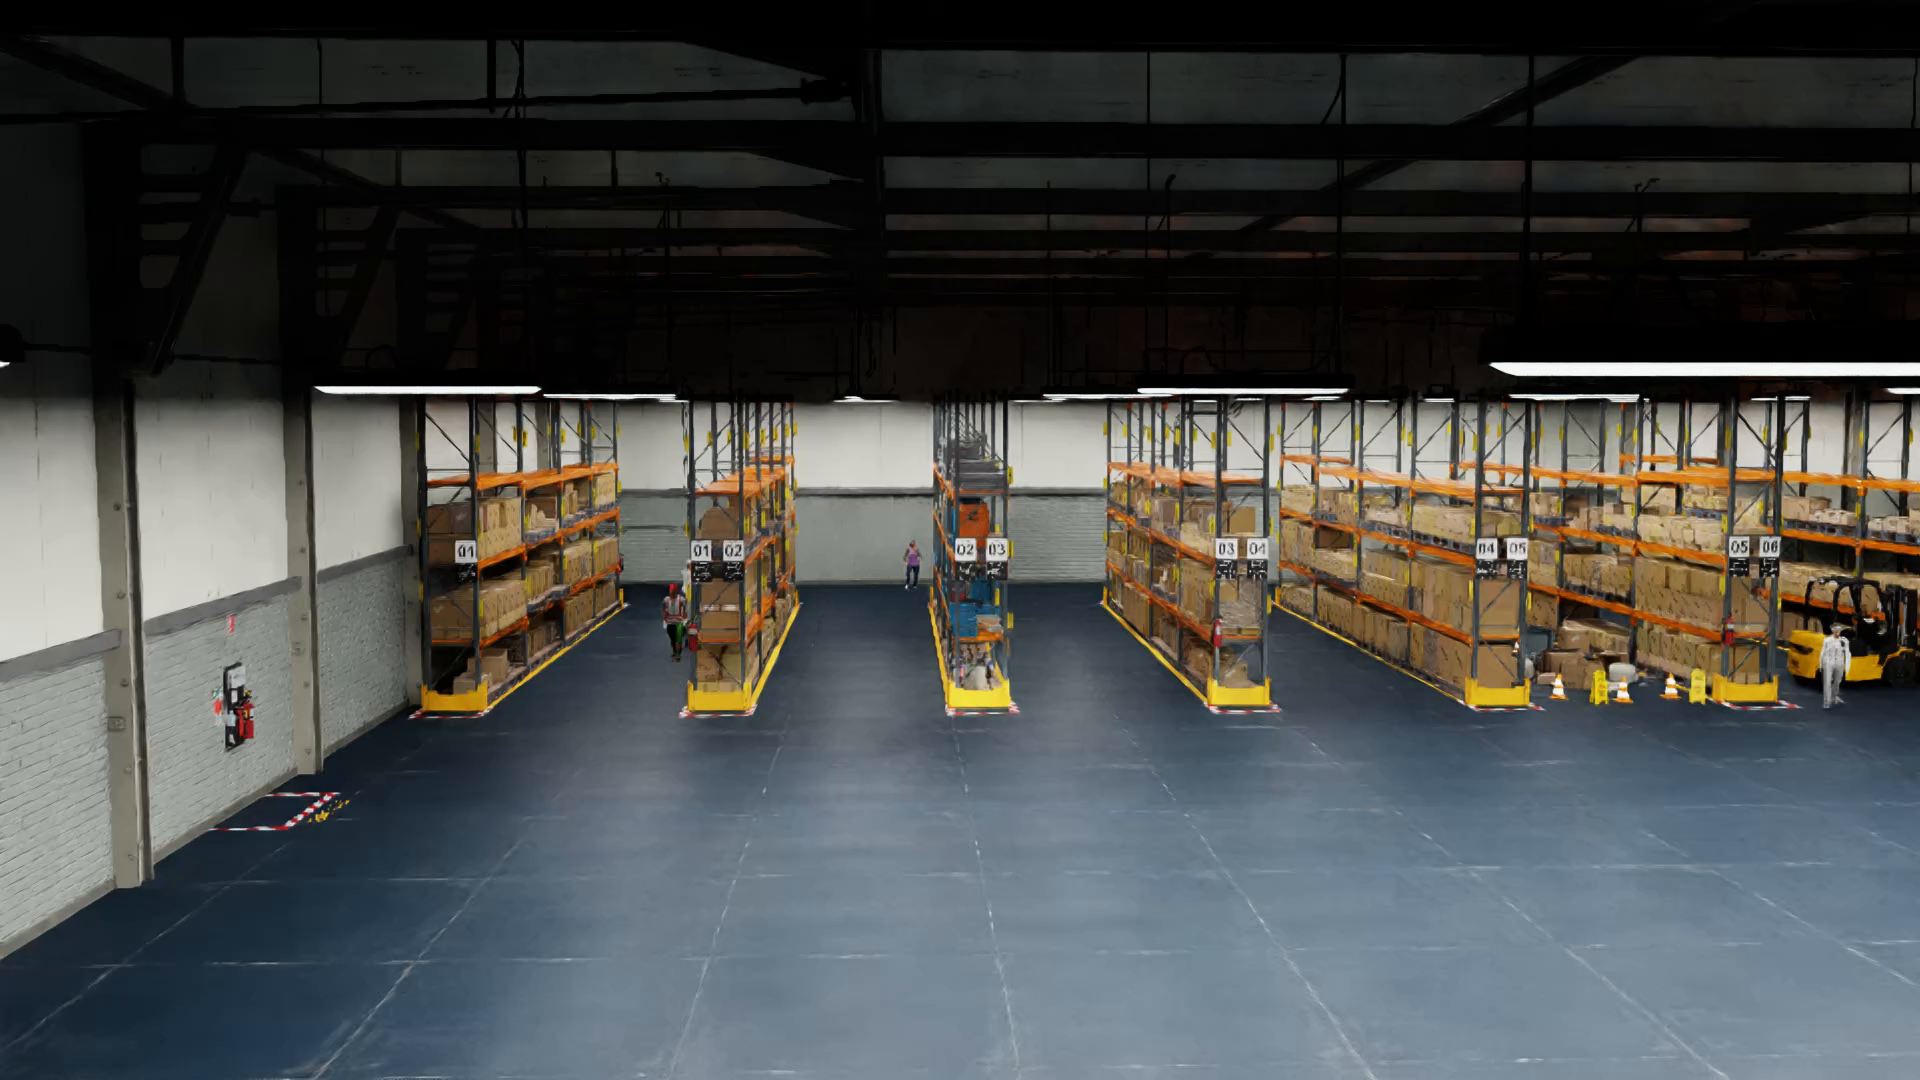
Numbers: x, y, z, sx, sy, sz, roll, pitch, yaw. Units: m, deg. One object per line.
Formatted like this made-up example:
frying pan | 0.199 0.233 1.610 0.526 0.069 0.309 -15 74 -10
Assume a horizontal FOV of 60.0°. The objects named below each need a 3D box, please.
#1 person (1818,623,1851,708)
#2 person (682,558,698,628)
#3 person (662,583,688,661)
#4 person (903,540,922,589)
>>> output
person | 16.558 2.348 31.478 0.519 1.617 0.942 2 5 19
person | -6.883 1.347 42.656 0.463 1.764 0.649 -3 5 -31
person | -6.398 1.817 37.206 0.553 1.705 1.104 0 5 1
person | -1.474 0.756 51.573 0.566 1.541 0.519 0 5 -4
